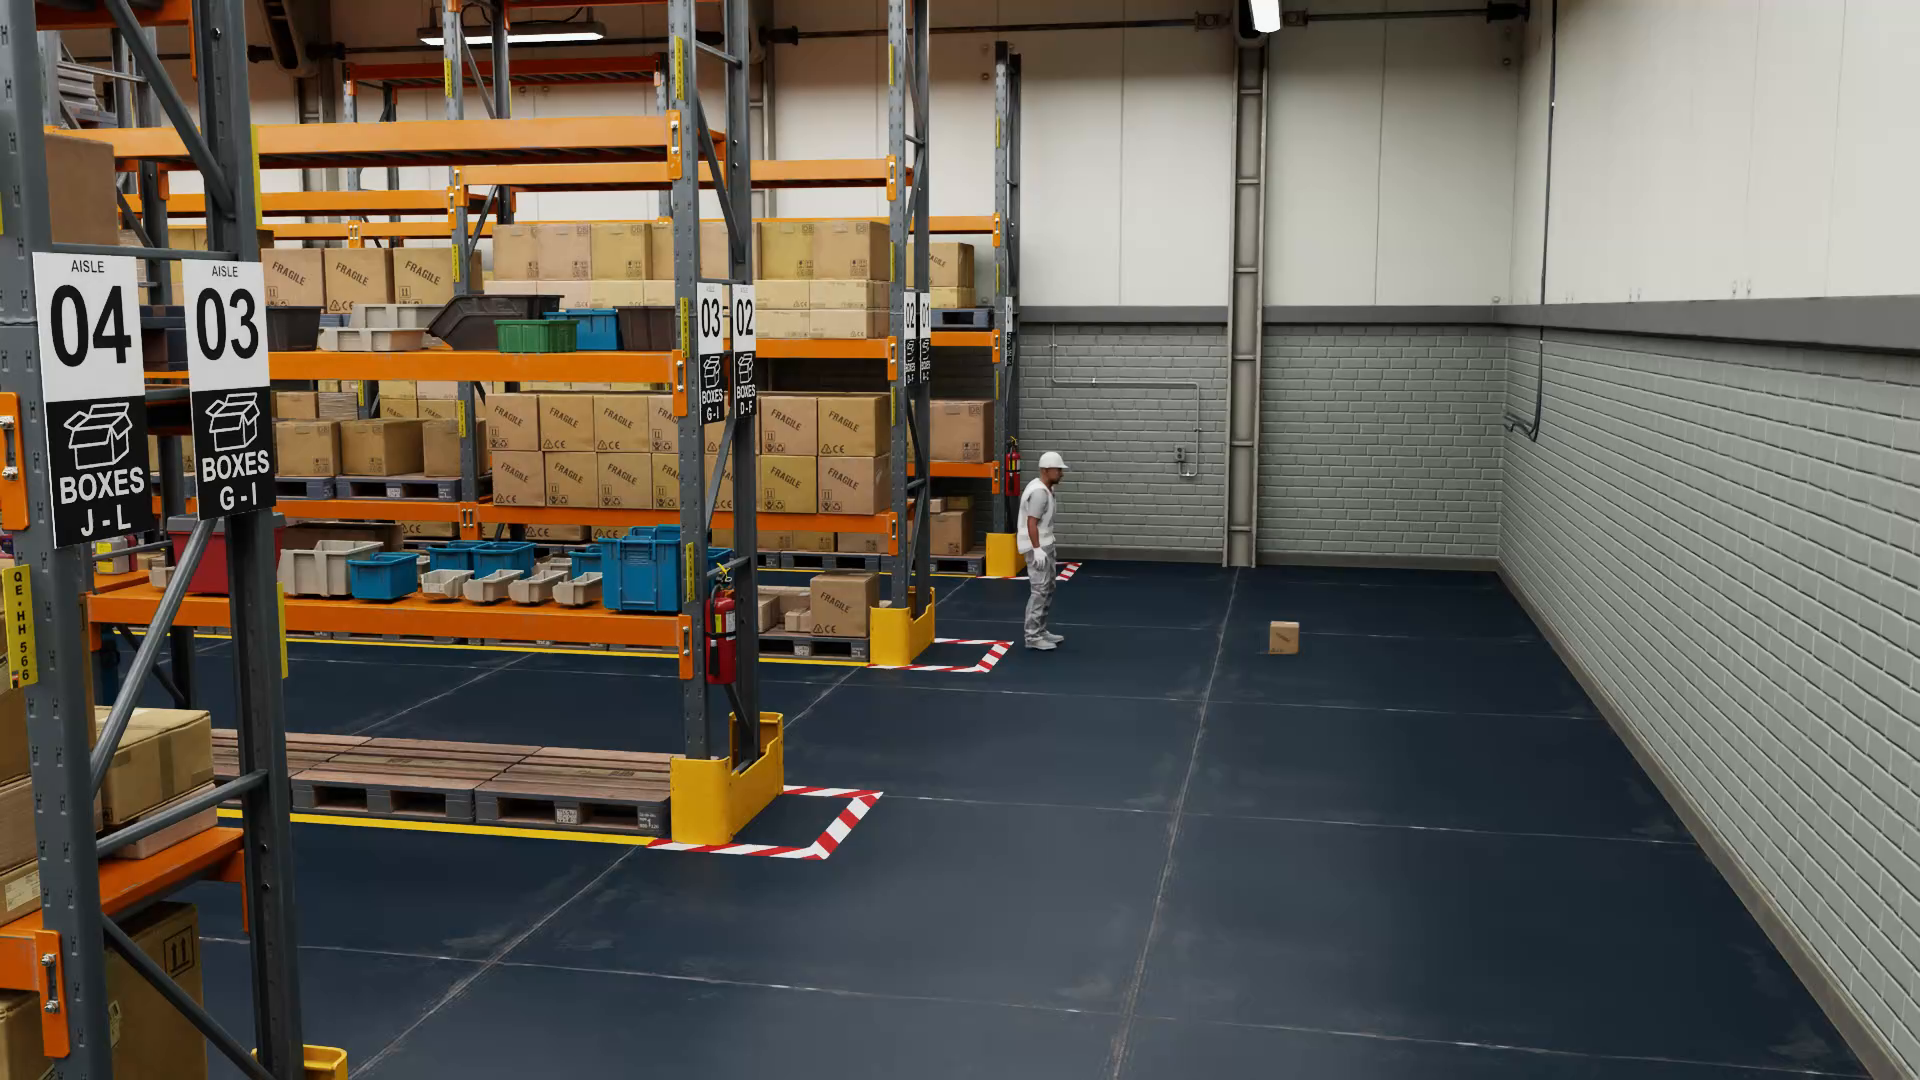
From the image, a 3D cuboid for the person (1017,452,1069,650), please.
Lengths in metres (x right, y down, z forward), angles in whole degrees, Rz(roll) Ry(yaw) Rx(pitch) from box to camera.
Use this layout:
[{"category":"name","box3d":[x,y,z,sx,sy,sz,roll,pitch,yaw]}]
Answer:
[{"category":"person","box3d":[0.755,0.086,15.158,0.452,1.772,0.617,2,8,13]}]
